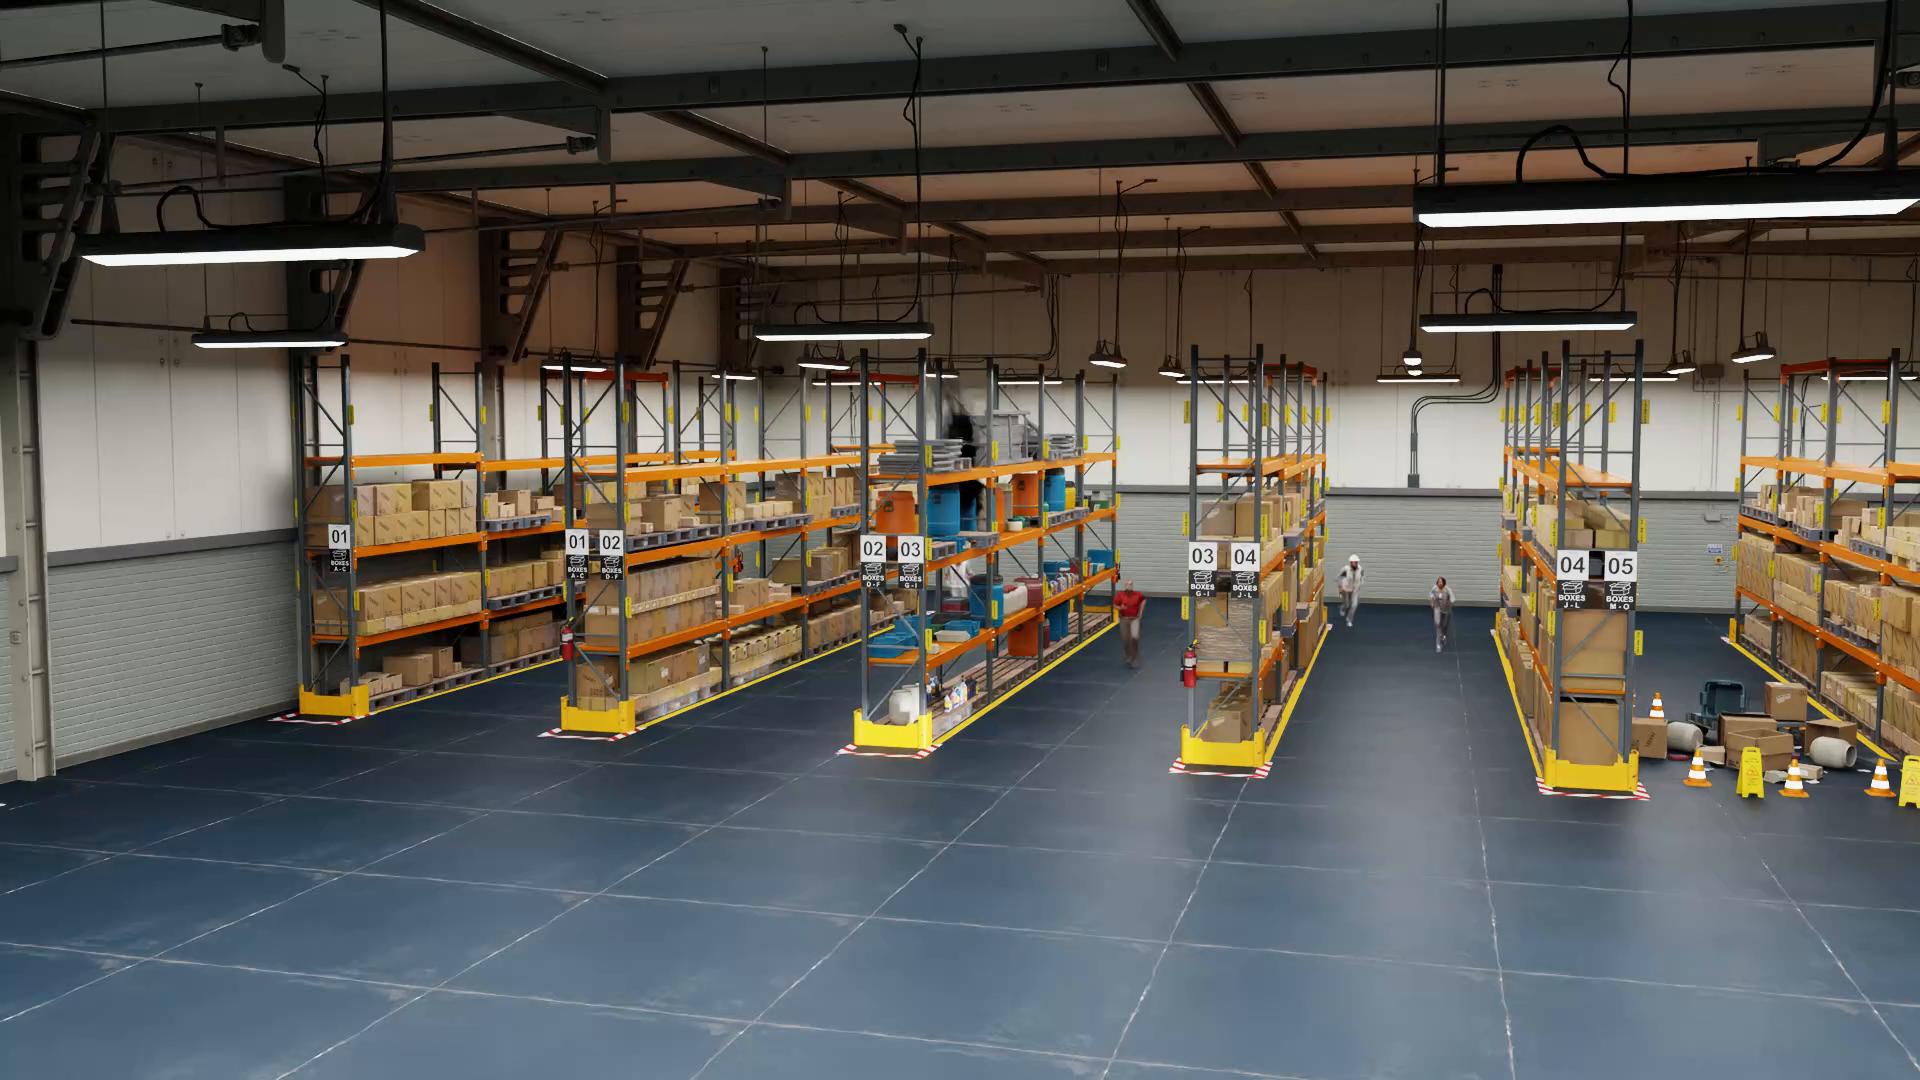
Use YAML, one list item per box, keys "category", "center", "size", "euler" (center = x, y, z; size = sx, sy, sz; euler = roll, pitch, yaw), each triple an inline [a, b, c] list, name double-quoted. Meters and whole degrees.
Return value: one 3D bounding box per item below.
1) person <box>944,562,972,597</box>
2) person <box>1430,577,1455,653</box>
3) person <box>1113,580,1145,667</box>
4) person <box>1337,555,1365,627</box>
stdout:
- category: "person"
  center: [-0.055, 1.142, 39.918]
  size: [0.689, 1.749, 0.556]
  euler: [0, 4, 7]
- category: "person"
  center: [10.290, 1.556, 35.542]
  size: [0.500, 1.588, 0.996]
  euler: [2, 5, 21]
- category: "person"
  center: [3.377, 1.671, 33.275]
  size: [0.640, 1.769, 0.803]
  euler: [1, 4, 8]
- category: "person"
  center: [9.308, 1.199, 39.684]
  size: [0.658, 1.718, 0.871]
  euler: [-1, 4, -9]
